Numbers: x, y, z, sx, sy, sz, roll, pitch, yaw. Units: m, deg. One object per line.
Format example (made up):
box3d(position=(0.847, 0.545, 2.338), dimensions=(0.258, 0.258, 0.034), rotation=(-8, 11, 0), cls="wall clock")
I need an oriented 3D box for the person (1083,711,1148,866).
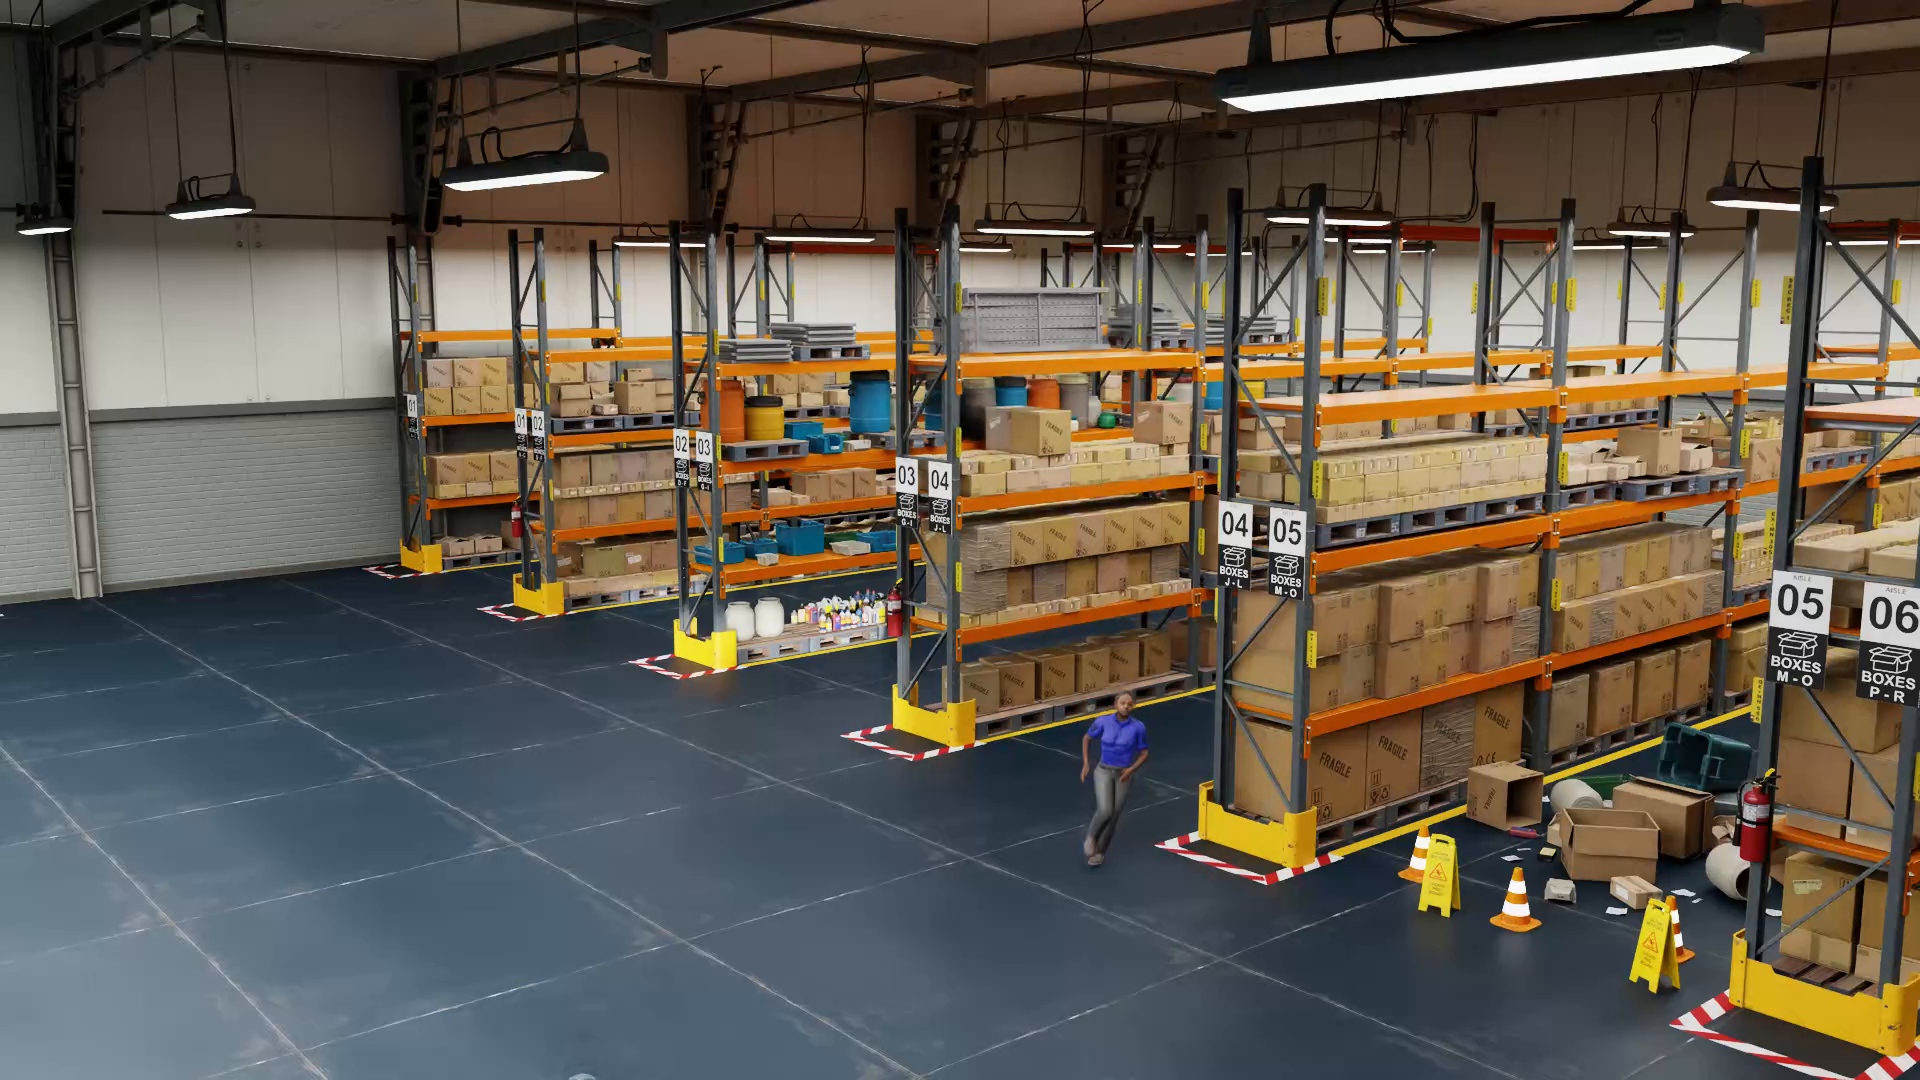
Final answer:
box3d(position=(1.387, 2.226, 14.766), dimensions=(0.562, 1.398, 0.536), rotation=(0, 9, 1), cls="person")
